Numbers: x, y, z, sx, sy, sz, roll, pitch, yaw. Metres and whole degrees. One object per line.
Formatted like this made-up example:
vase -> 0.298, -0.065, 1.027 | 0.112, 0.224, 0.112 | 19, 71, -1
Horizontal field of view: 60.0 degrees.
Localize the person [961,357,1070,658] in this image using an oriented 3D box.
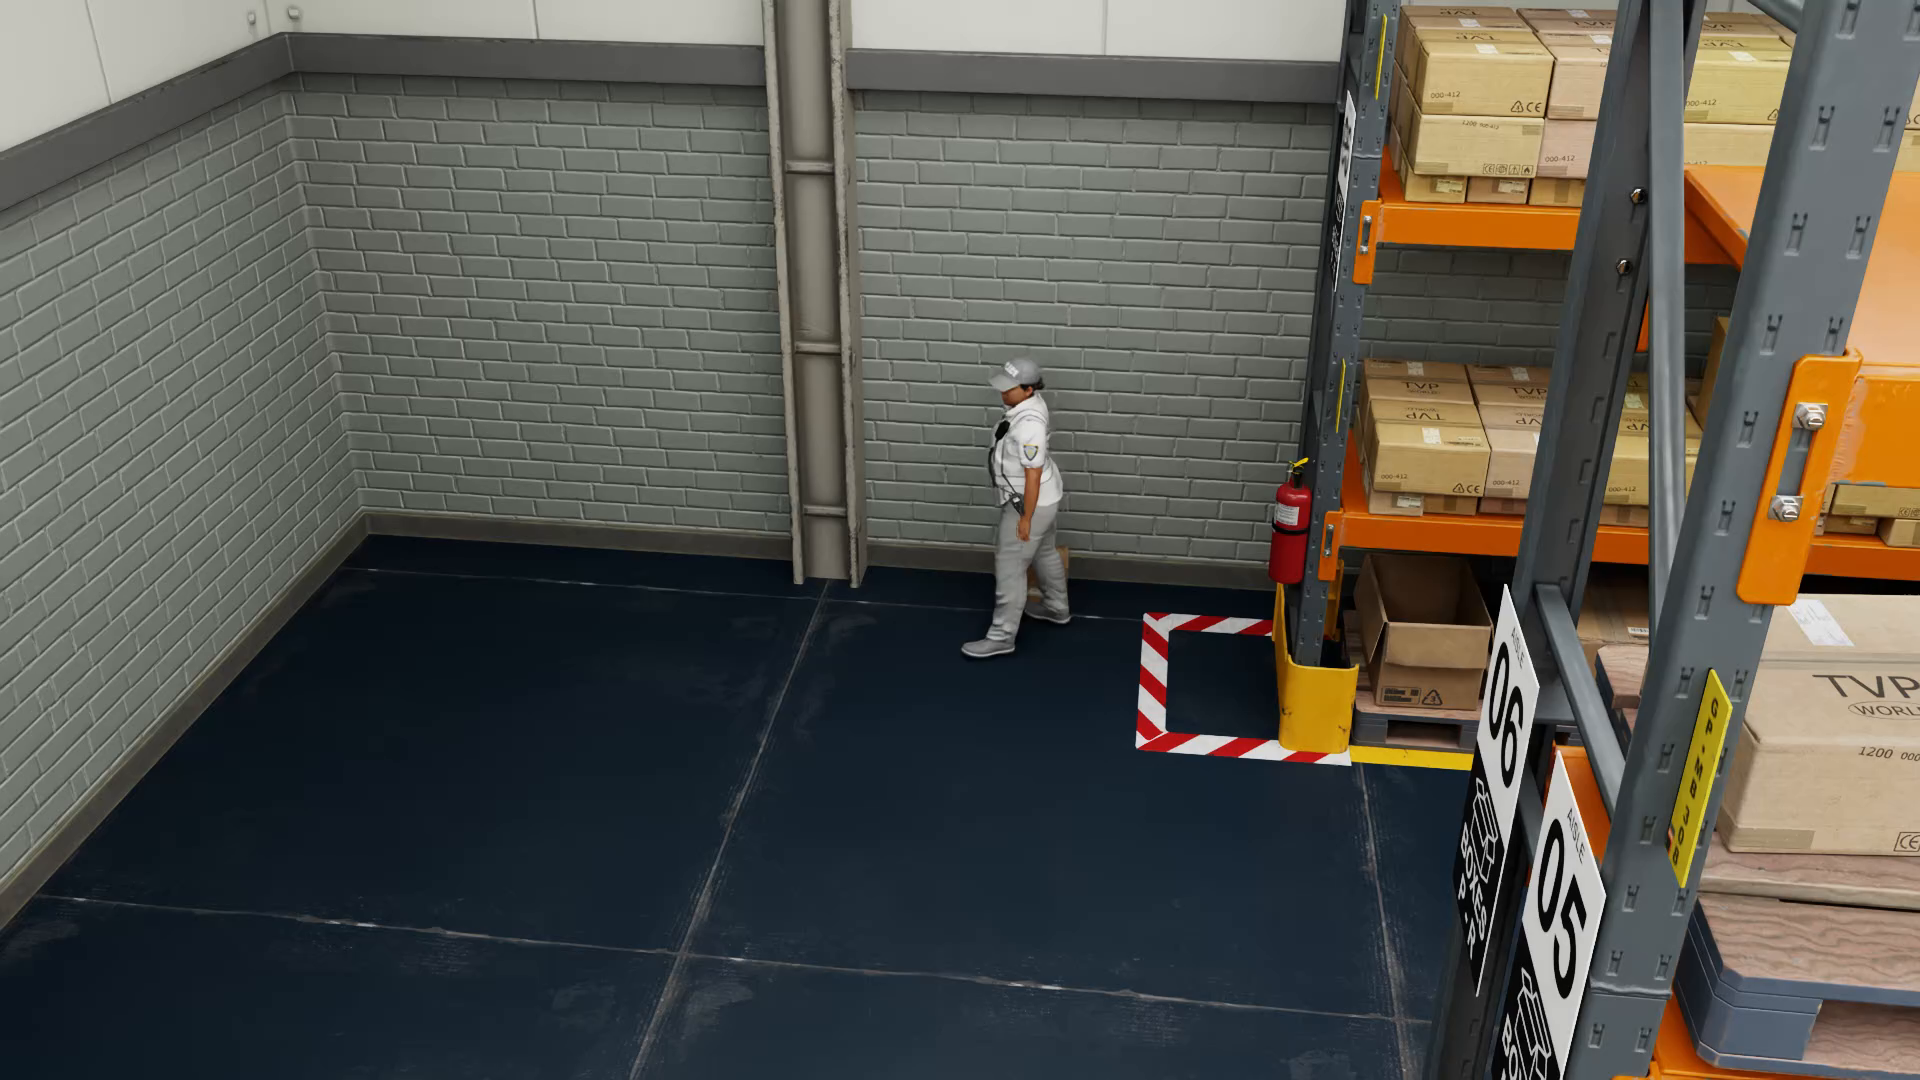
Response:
person -> 0.315, -0.198, 8.952 | 0.584, 1.653, 0.600 | 2, 29, 4
